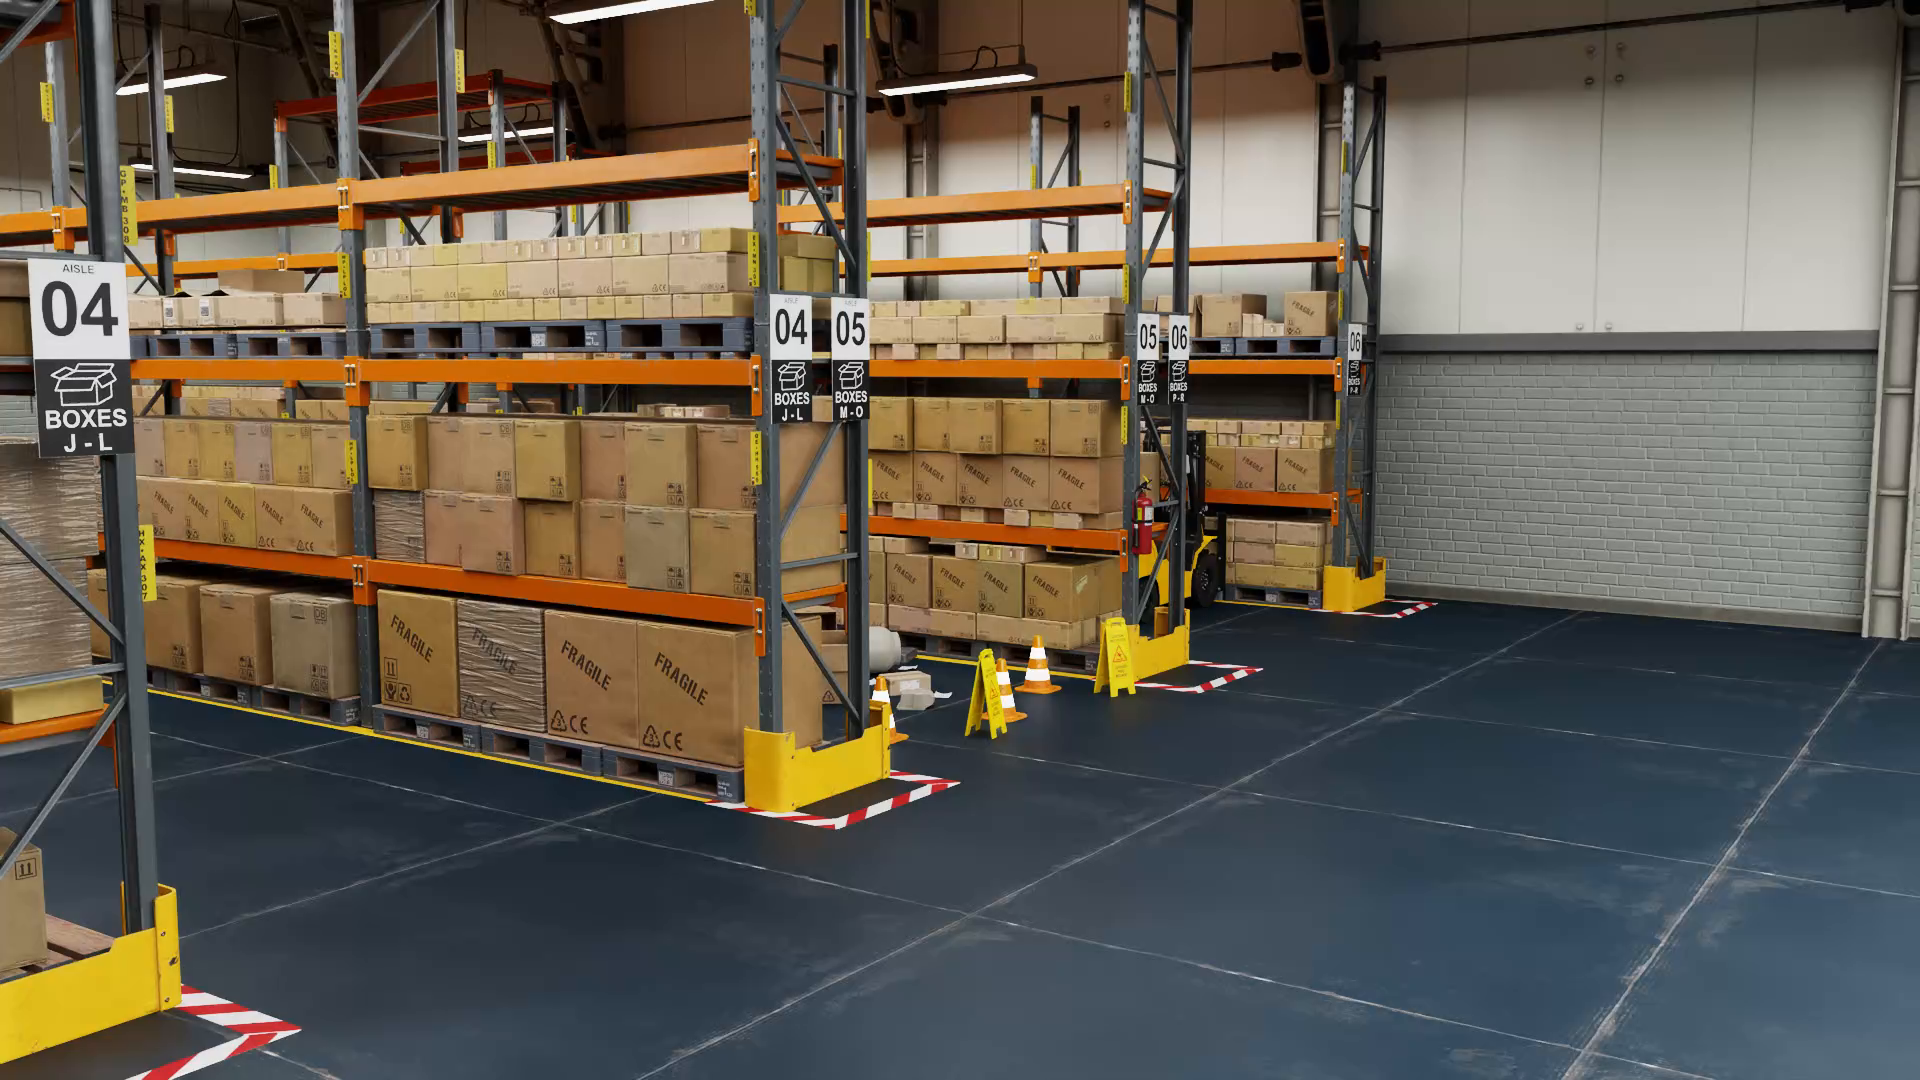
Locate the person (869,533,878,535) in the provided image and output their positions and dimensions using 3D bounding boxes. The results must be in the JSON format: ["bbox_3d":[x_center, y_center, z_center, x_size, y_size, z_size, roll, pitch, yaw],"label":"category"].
[{"bbox_3d":[-1.017,-0.083,18.552,0.554,1.776,0.527,4,7,33],"label":"person"}]
